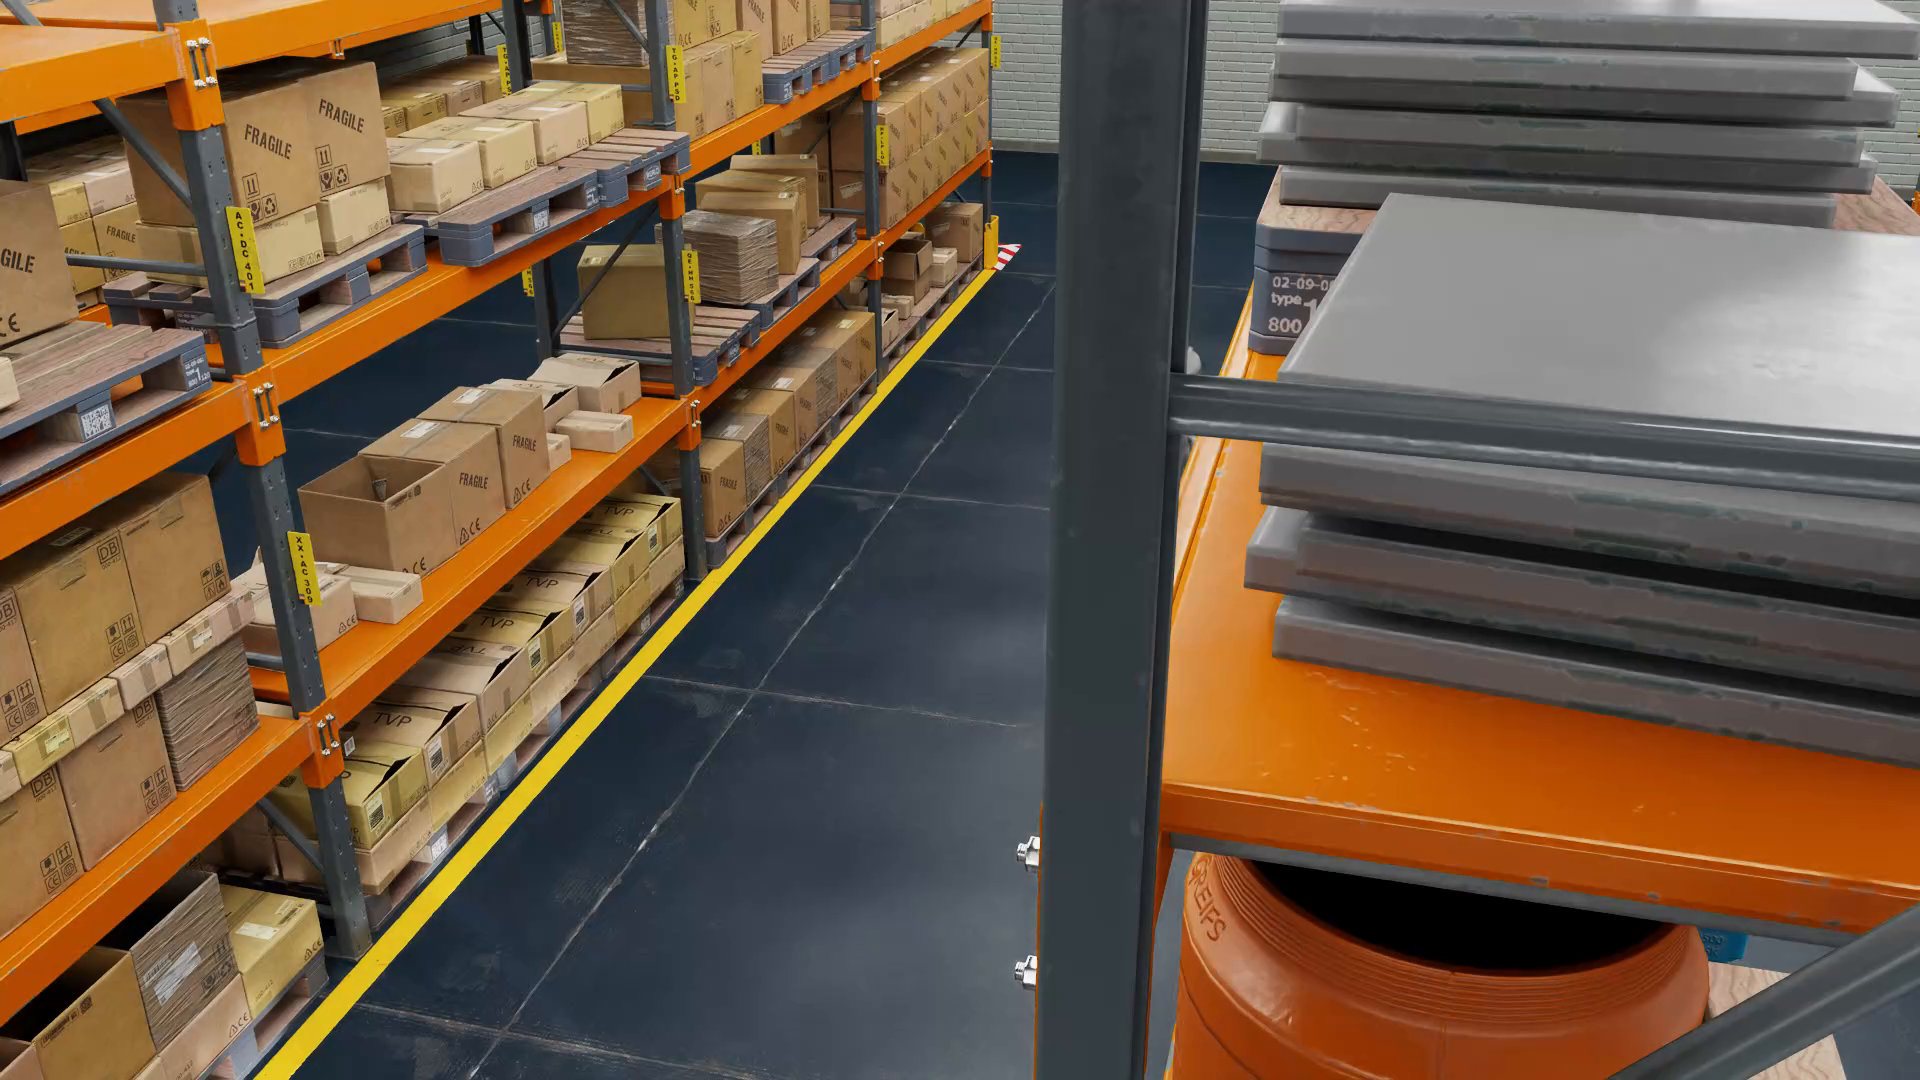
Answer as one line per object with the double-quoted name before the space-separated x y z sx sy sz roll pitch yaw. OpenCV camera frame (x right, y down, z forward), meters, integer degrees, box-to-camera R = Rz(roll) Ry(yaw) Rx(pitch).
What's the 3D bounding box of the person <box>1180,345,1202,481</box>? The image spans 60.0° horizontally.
"person" 1.353 -0.814 11.329 0.586 1.747 1.052 6 26 12
